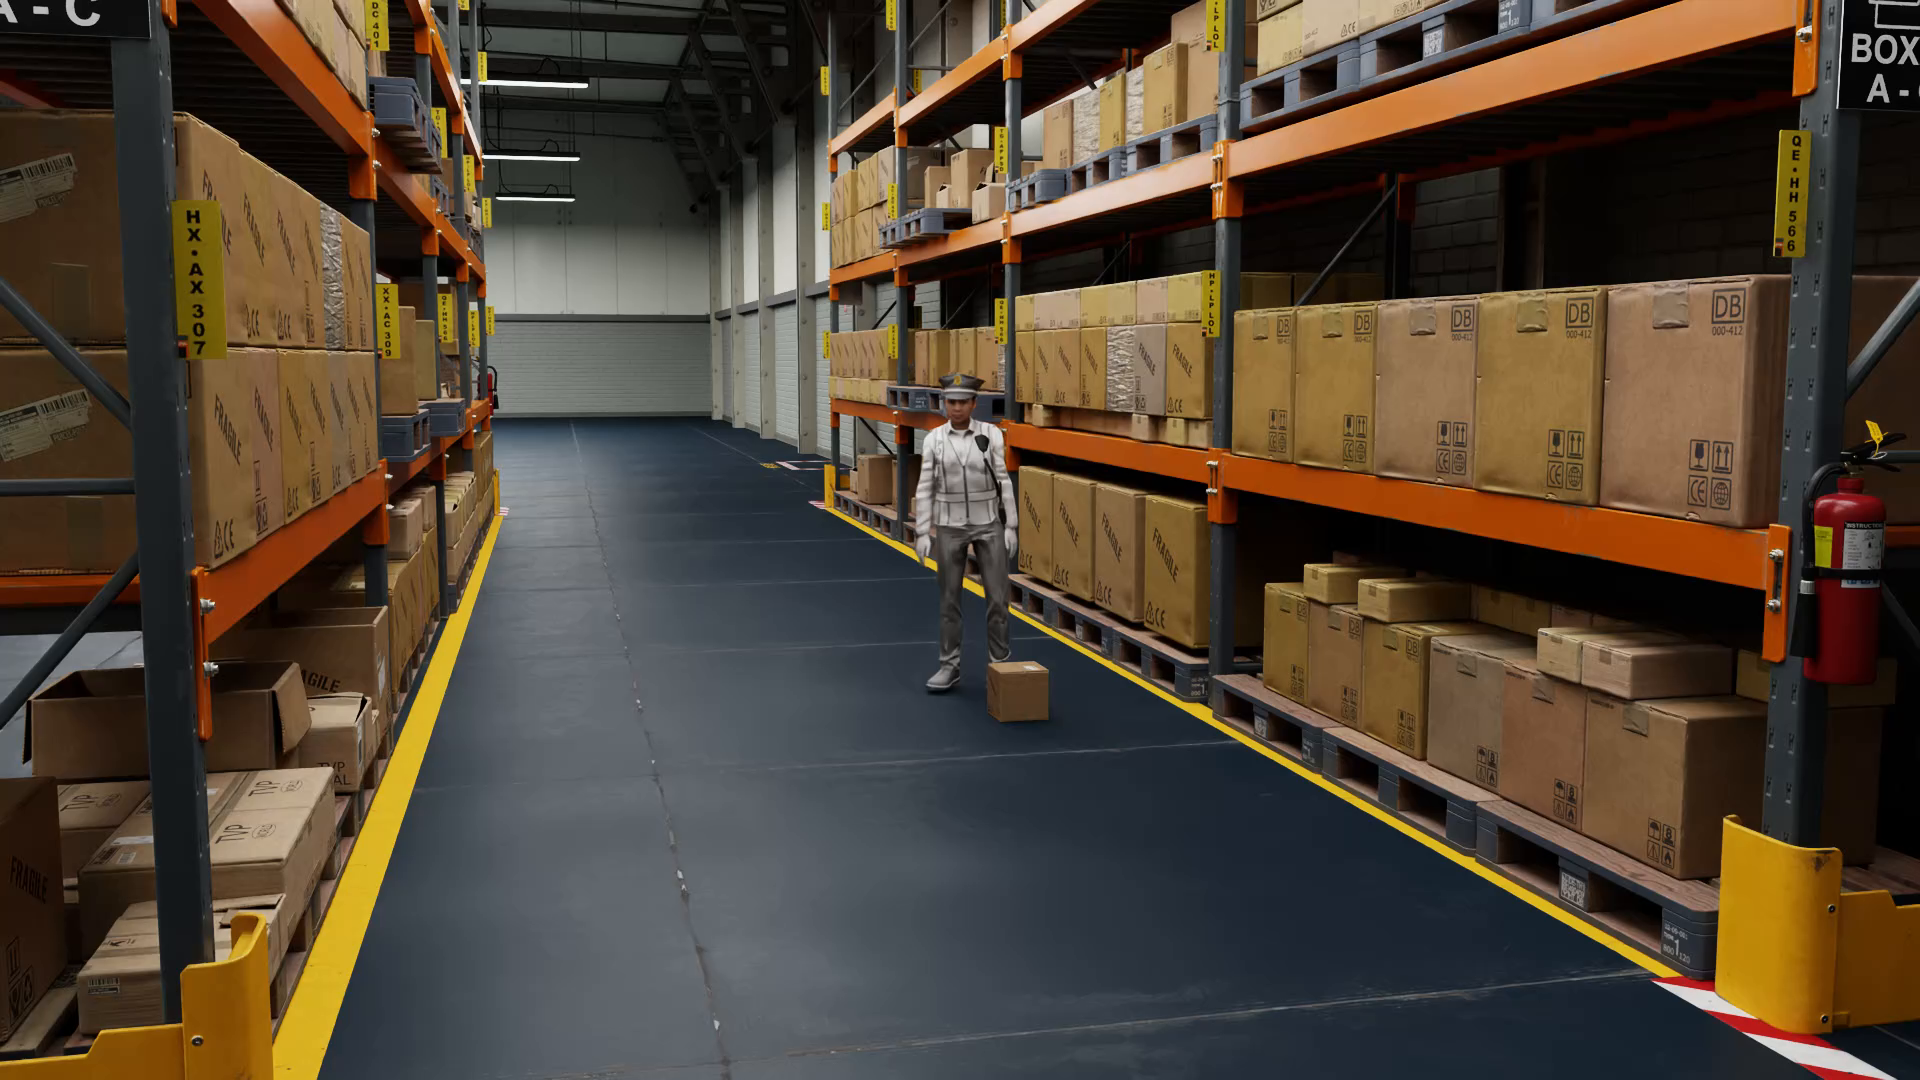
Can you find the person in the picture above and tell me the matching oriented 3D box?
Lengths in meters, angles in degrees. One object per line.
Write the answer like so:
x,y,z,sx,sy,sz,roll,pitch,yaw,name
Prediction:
0.036,-0.041,8.780,0.543,1.673,0.364,0,6,1,person
